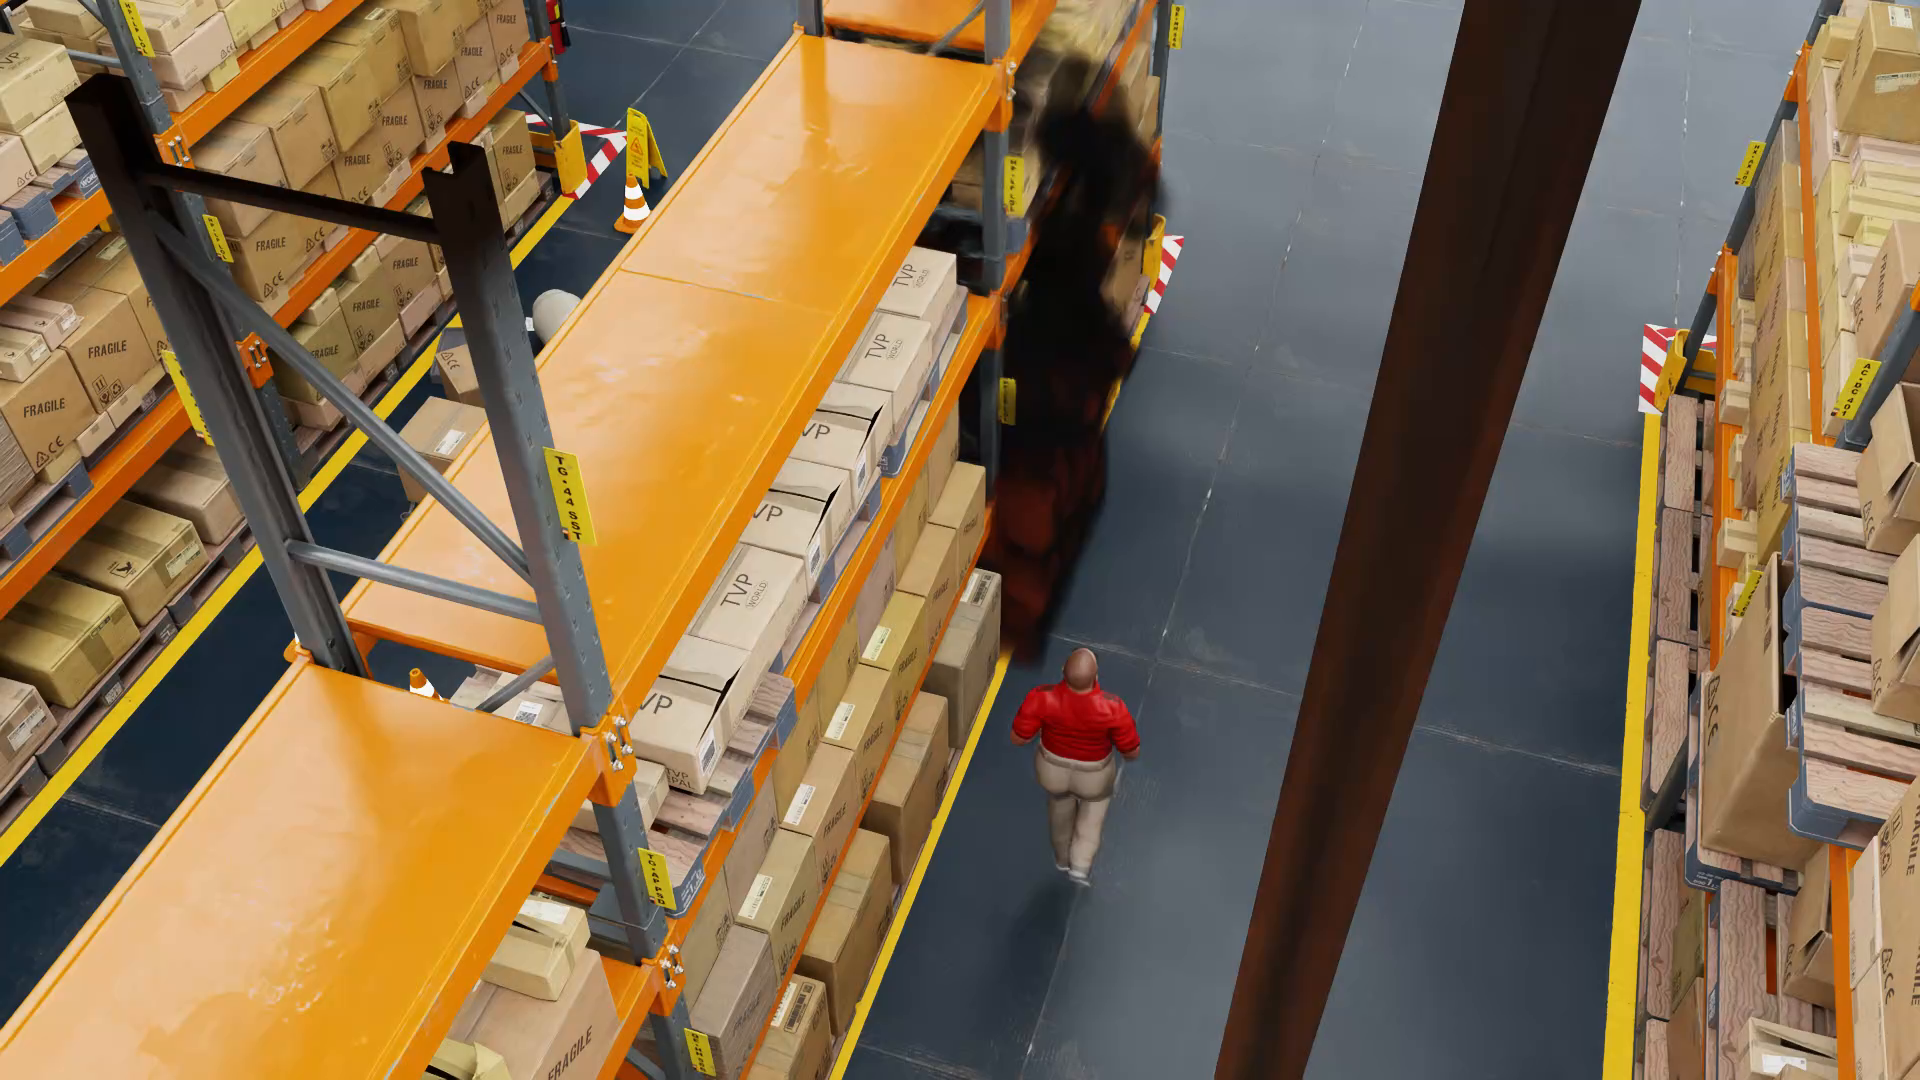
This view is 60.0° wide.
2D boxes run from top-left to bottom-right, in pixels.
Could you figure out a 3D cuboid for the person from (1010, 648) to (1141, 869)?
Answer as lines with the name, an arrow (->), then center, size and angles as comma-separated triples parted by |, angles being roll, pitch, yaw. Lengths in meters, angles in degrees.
person -> 0.585, 1.098, 8.417 | 0.649, 1.608, 0.499 | 8, 46, 8
